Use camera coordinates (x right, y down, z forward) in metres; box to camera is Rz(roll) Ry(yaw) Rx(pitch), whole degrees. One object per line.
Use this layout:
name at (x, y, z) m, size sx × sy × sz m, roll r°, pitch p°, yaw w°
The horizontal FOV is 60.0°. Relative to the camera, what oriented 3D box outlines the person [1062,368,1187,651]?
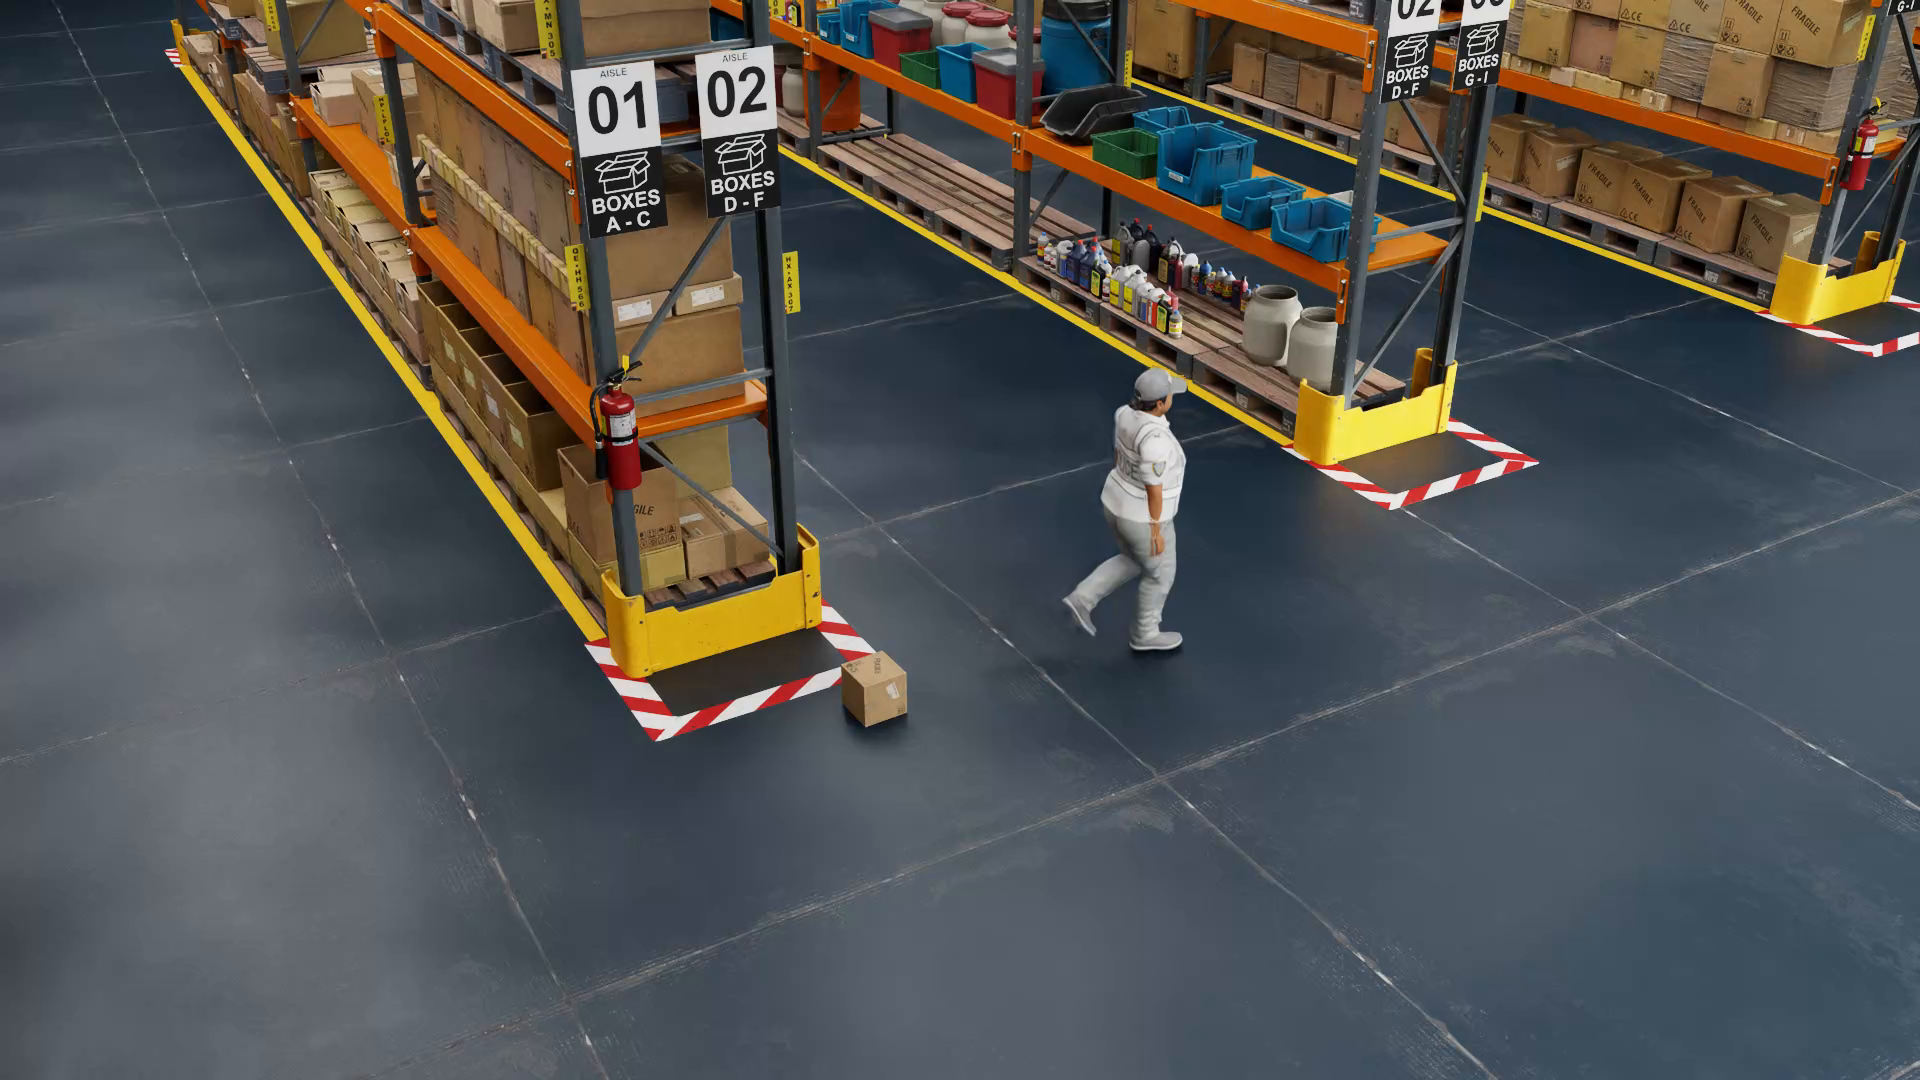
person at (0.895, -0.143, 8.770) m, size 0.646 × 1.644 × 0.487 m, roll -9°, pitch 30°, yaw -16°
